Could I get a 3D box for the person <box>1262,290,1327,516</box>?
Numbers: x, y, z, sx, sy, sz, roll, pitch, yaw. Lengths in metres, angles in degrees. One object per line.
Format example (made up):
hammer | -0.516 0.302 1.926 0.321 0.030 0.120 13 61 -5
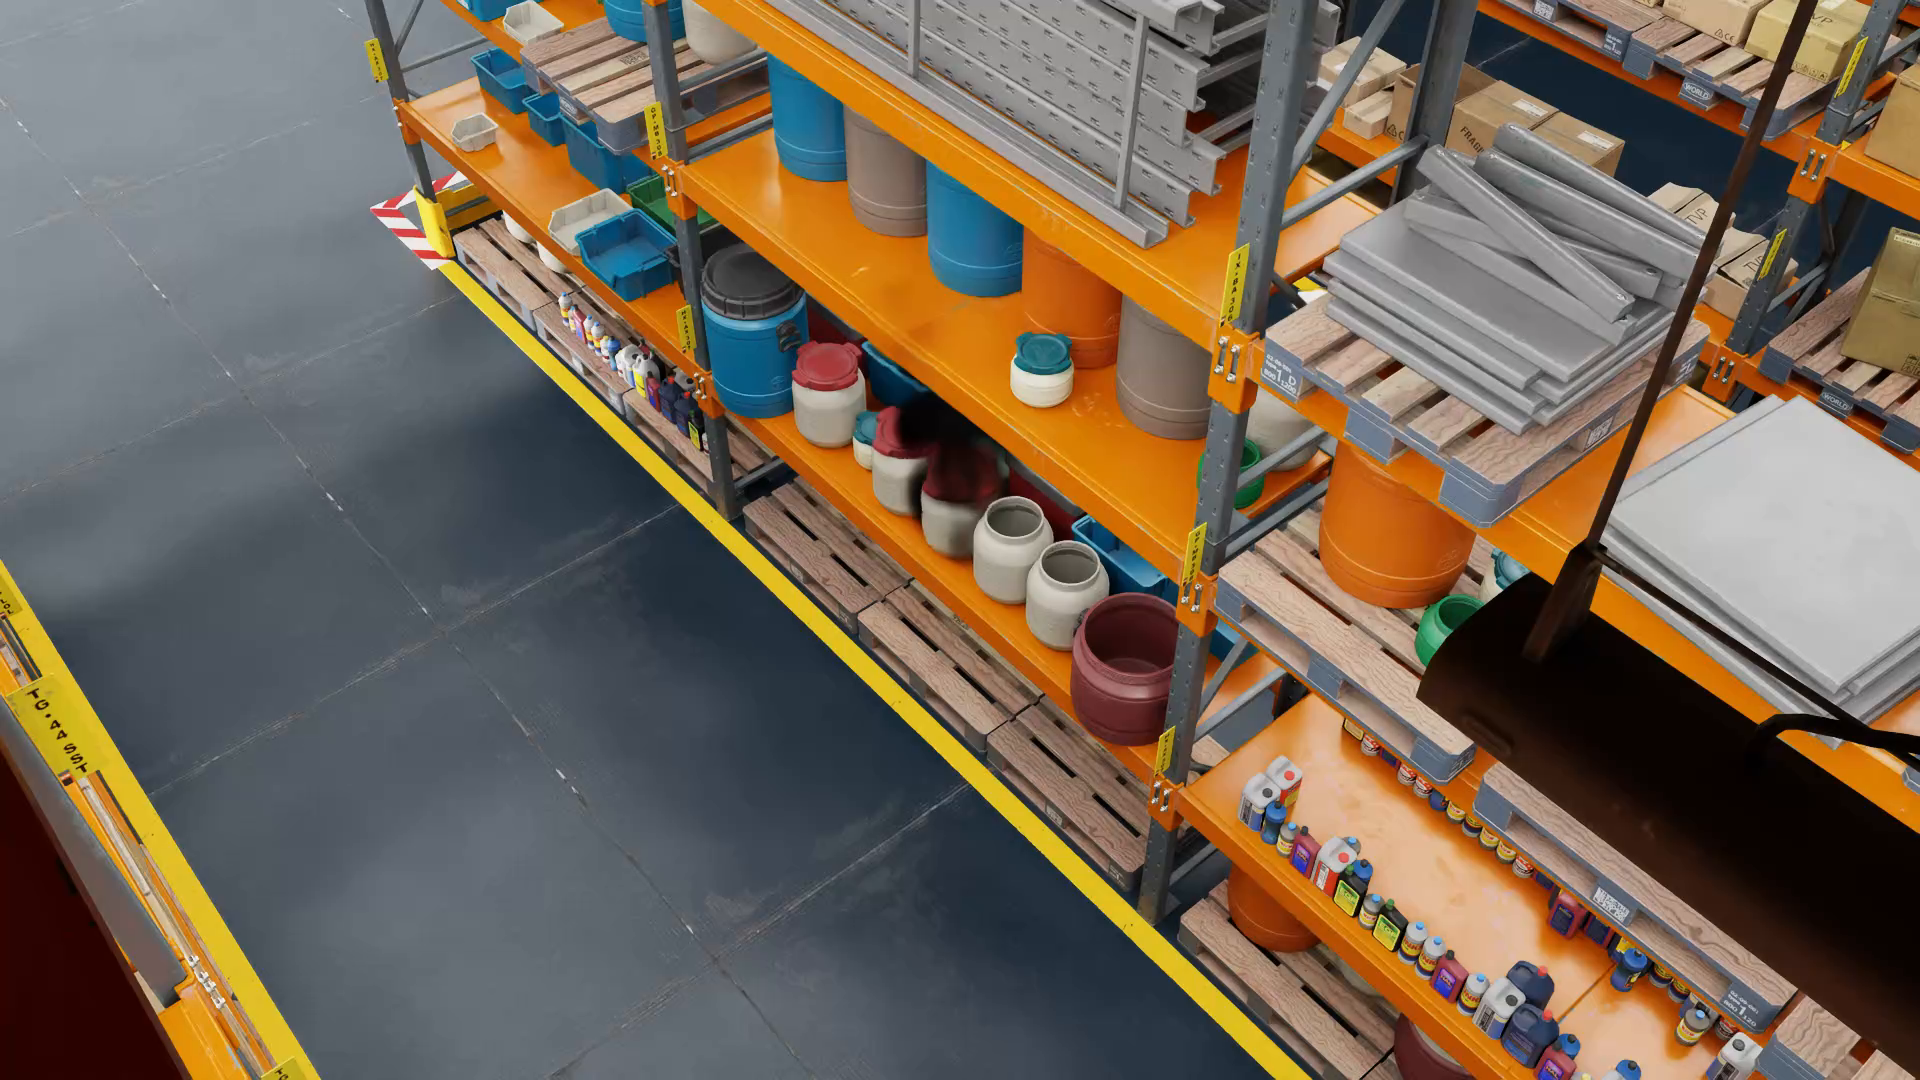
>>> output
person | 2.004 -0.796 10.097 0.846 1.821 0.657 27 52 23
